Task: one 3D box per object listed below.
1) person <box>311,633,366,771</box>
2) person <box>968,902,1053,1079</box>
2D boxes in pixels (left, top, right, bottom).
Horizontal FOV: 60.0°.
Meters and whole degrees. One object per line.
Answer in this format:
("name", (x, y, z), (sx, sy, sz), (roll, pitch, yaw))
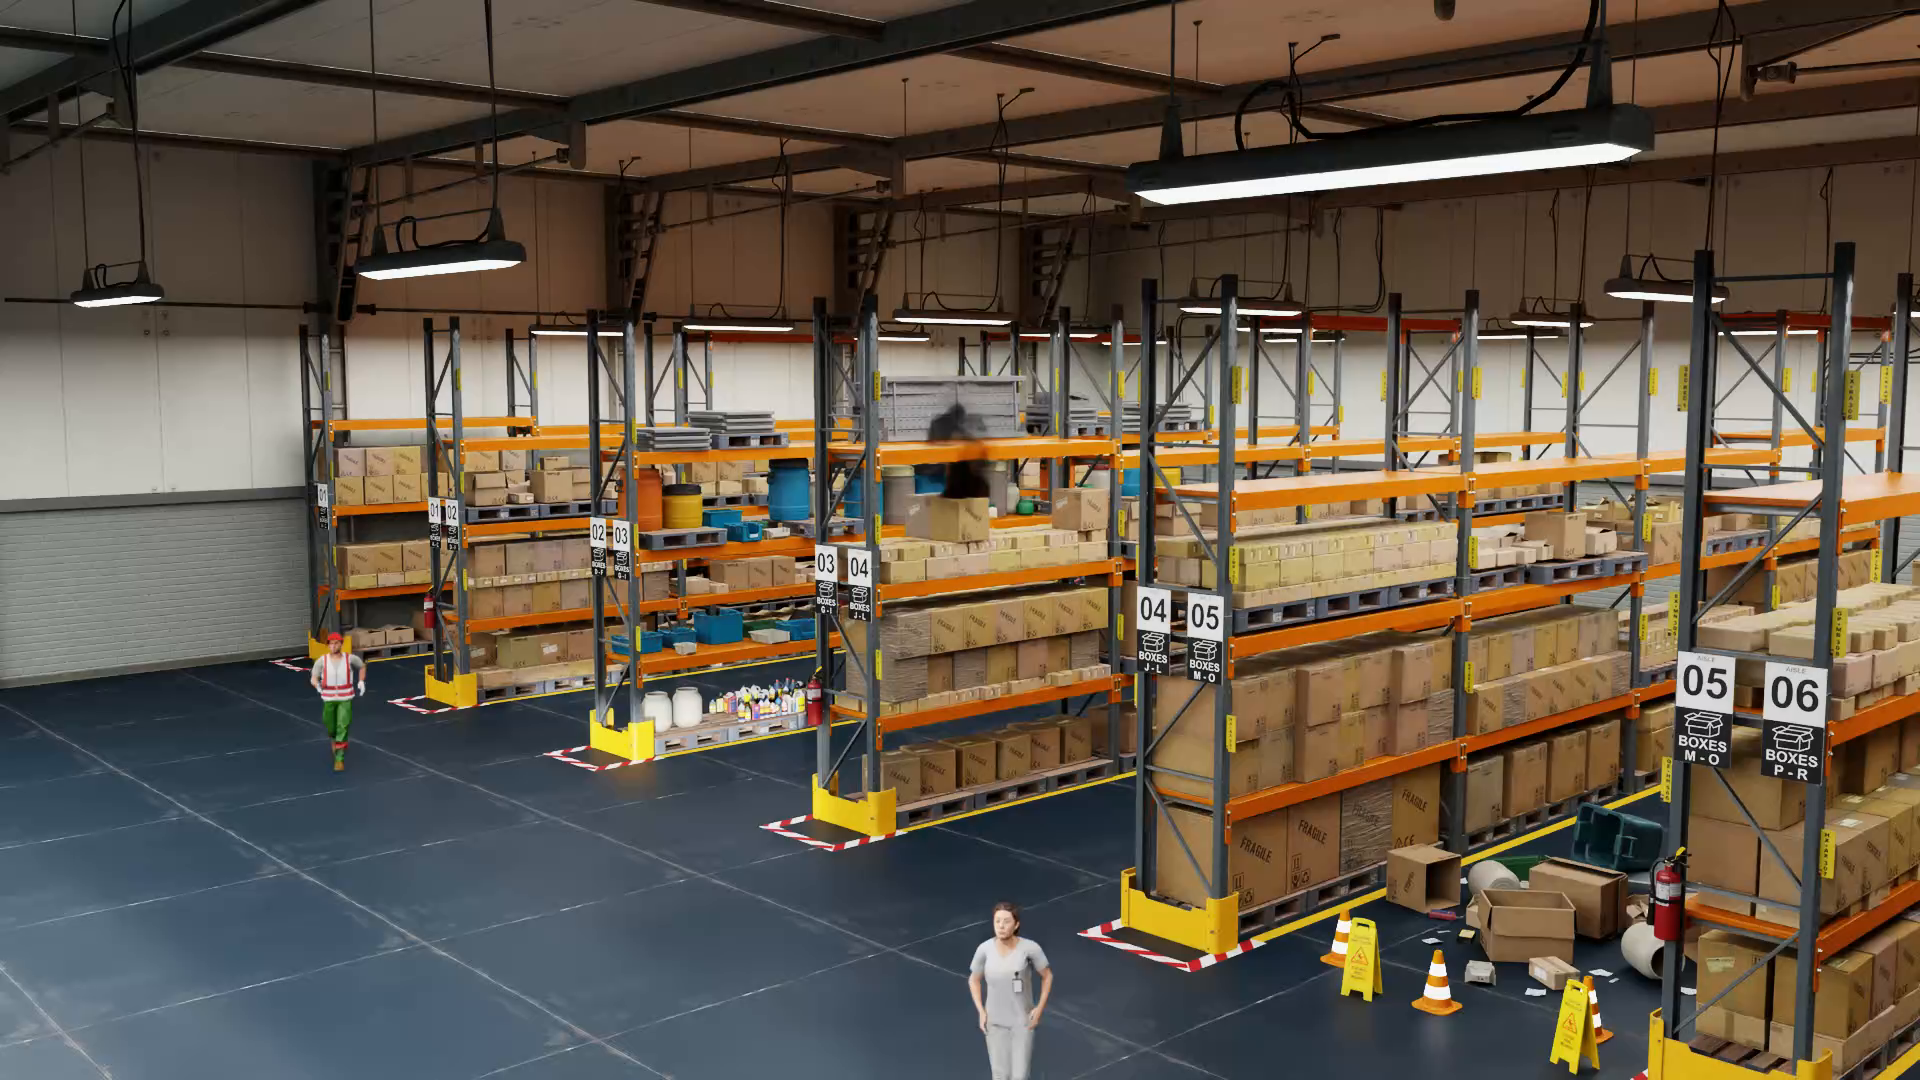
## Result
("person", (-8.124, 2.086, 21.748), (0.673, 1.755, 1.021), (-2, 6, -15))
("person", (0.333, 3.239, 11.197), (0.567, 1.627, 0.547), (1, 6, 9))
